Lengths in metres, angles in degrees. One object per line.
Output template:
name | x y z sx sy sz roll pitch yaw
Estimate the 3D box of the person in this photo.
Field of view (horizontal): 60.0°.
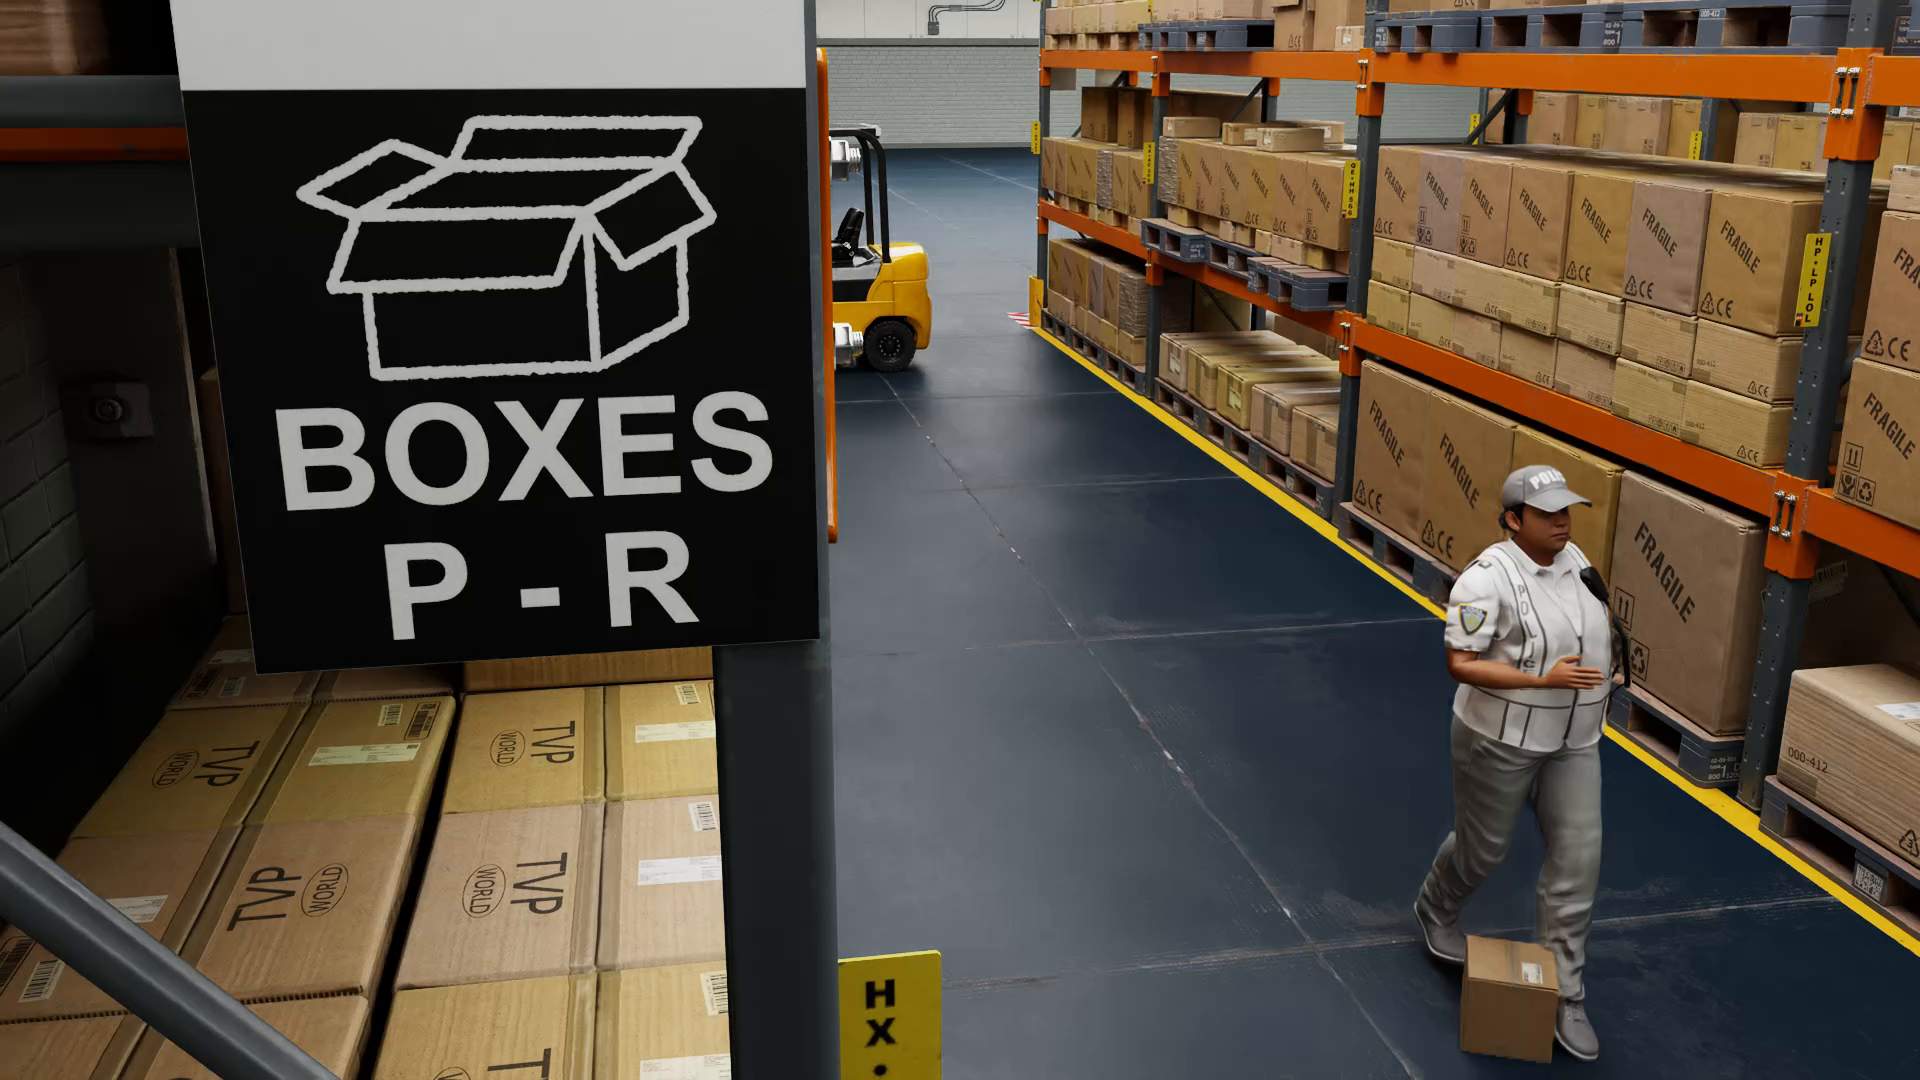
person | 1.705 0.612 4.932 0.602 1.680 0.777 -5 17 -17
